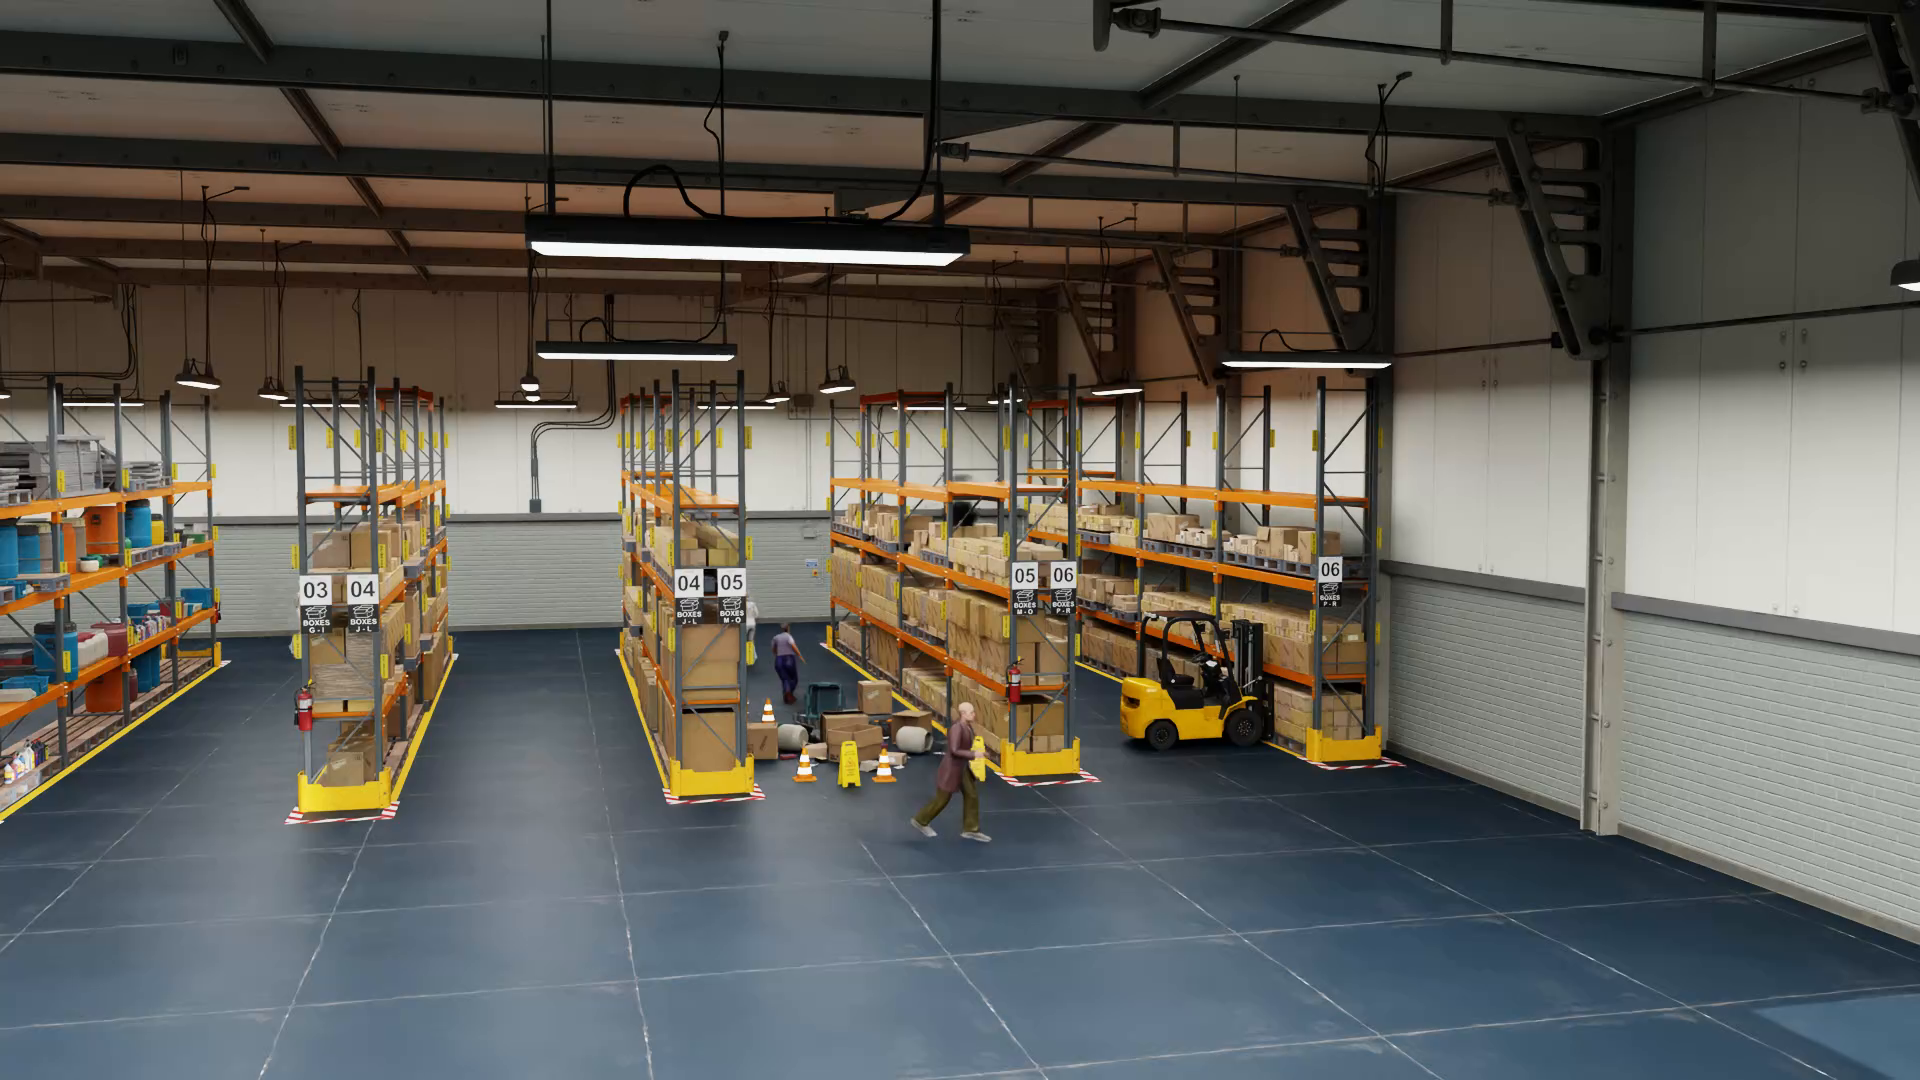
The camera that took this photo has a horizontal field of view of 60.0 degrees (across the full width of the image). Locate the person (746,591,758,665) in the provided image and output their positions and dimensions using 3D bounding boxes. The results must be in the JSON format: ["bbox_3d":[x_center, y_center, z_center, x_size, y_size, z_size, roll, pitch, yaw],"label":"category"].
[{"bbox_3d":[-4.666,1.977,36.971,0.587,1.667,0.787,-2,4,-36],"label":"person"}]

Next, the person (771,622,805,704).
[{"bbox_3d":[-3.303,2.368,31.552,0.716,1.583,0.608,1,4,16],"label":"person"}]

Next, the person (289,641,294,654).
[{"bbox_3d":[-15.052,1.796,38.680,1.087,1.712,0.690,0,3,5],"label":"person"}]

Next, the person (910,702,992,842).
[{"bbox_3d":[-0.113,2.886,20.755,1.044,1.754,0.698,1,4,22],"label":"person"}]
